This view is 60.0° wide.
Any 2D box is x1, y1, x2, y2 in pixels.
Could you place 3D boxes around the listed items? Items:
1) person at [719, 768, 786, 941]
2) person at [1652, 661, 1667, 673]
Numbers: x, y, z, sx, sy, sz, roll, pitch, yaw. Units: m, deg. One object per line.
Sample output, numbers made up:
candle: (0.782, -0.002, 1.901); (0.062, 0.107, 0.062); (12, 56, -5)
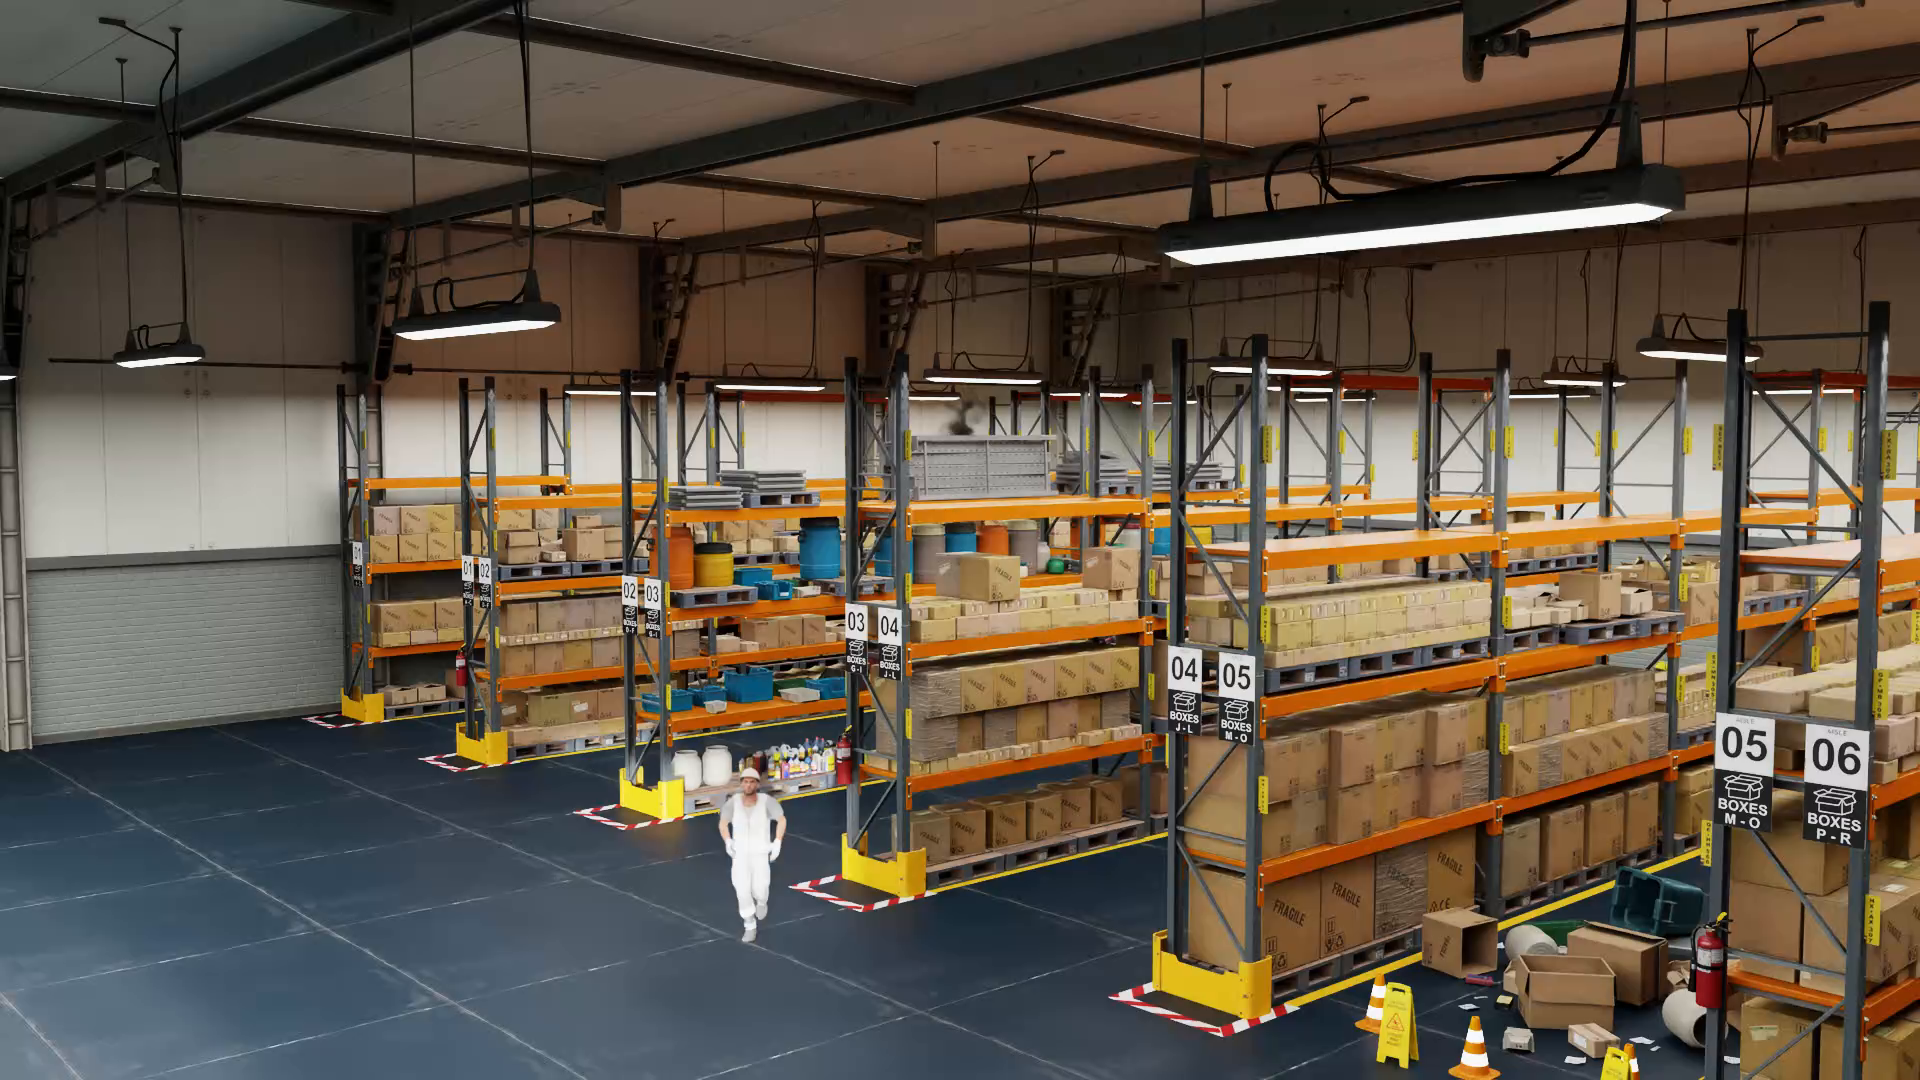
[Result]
person: (-2.125, 3.183, 17.007); (0.684, 1.742, 0.641); (0, 4, -1)
person: (10.350, 2.682, 24.624); (0.733, 1.799, 0.685); (-3, 5, -42)
